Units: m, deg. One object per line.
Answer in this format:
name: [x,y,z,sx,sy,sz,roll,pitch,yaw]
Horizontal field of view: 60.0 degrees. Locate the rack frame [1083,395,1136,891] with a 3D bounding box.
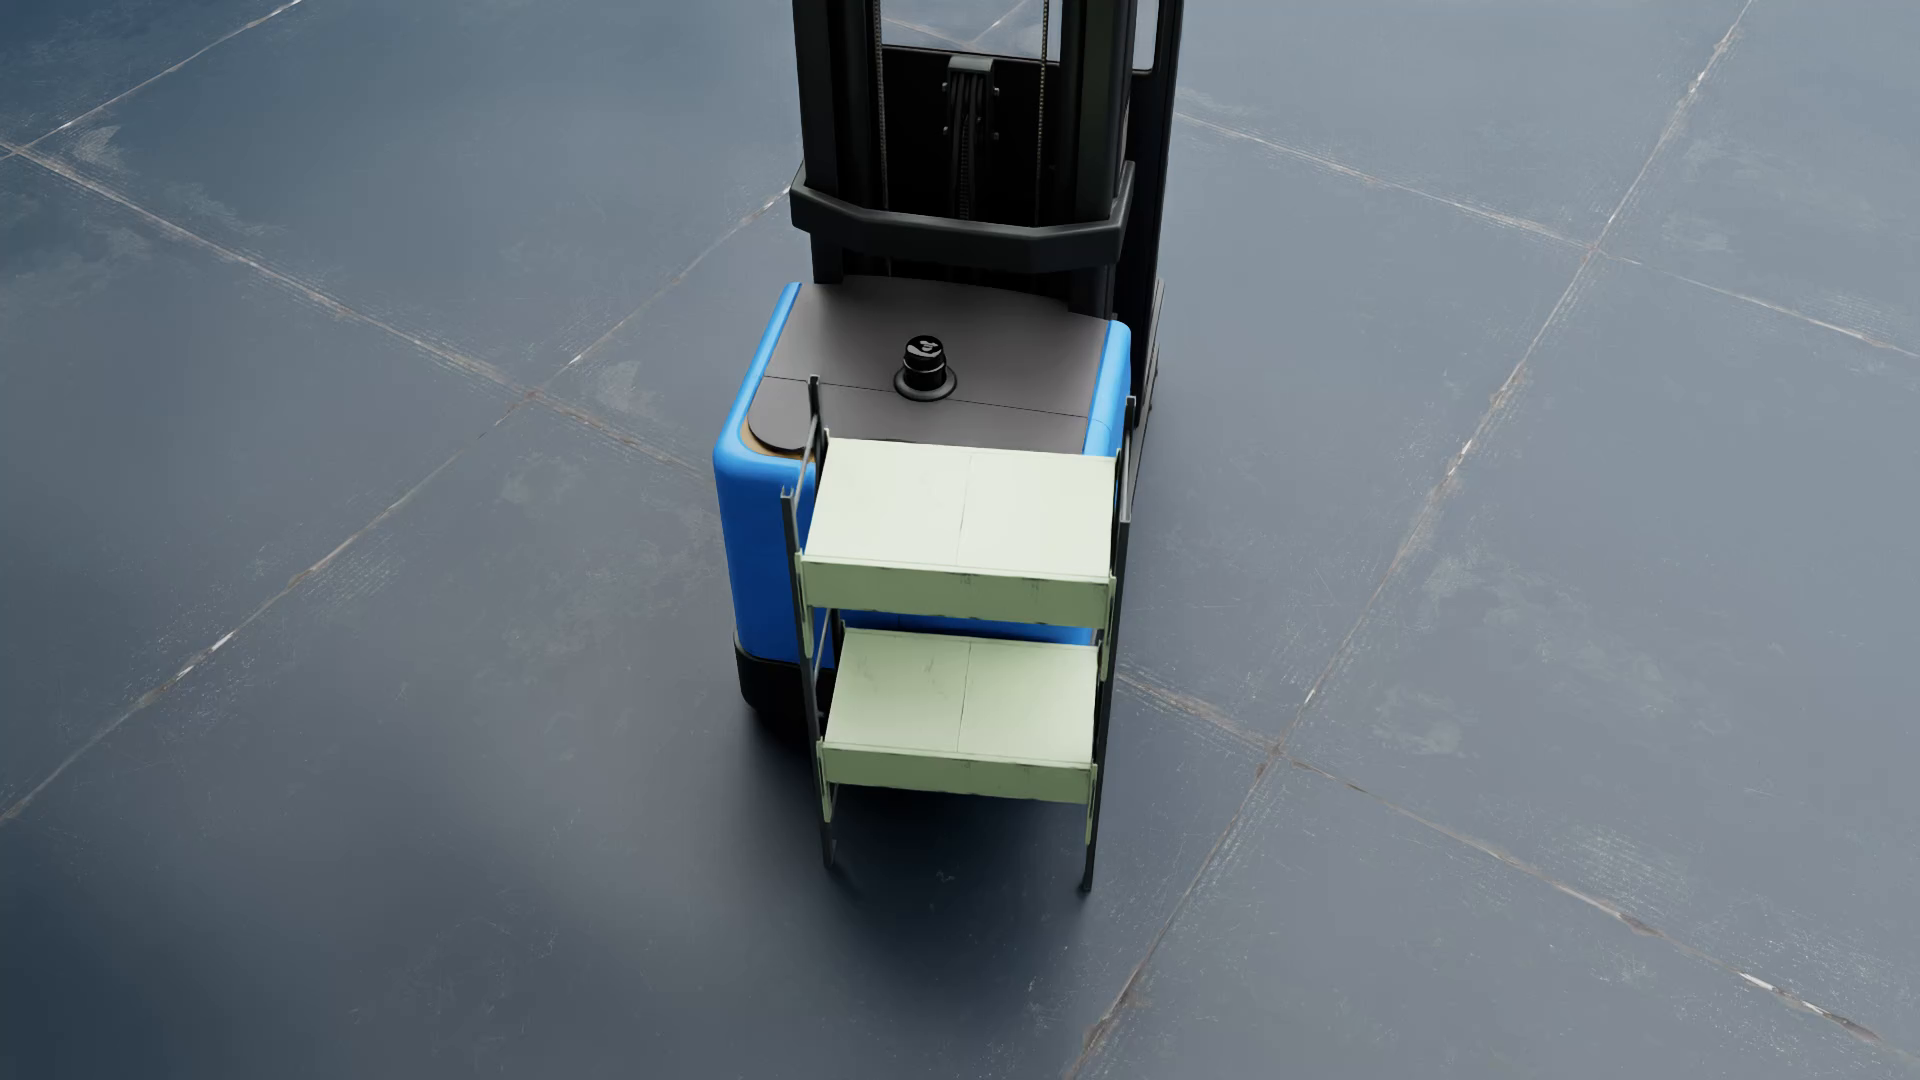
rack frame: [0.374,0.324,4.224,0.023,1.500,0.400,4,48,4]

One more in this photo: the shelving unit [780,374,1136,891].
shelving unit: [0.010,0.297,4.250,0.755,1.500,0.431,4,48,4]

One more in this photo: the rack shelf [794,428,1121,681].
rack shelf: [0.008,0.033,3.963,0.720,0.370,0.431,4,48,4]

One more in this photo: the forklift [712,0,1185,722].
forklift: [0.120,-1.462,4.970,1.130,2.935,3.031,8,46,8]

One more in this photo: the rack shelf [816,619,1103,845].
rack shelf: [0.011,0.518,4.490,0.720,0.370,0.431,4,48,4]

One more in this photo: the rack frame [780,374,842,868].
rack frame: [-0.355,0.270,4.276,0.023,1.500,0.400,4,48,4]
